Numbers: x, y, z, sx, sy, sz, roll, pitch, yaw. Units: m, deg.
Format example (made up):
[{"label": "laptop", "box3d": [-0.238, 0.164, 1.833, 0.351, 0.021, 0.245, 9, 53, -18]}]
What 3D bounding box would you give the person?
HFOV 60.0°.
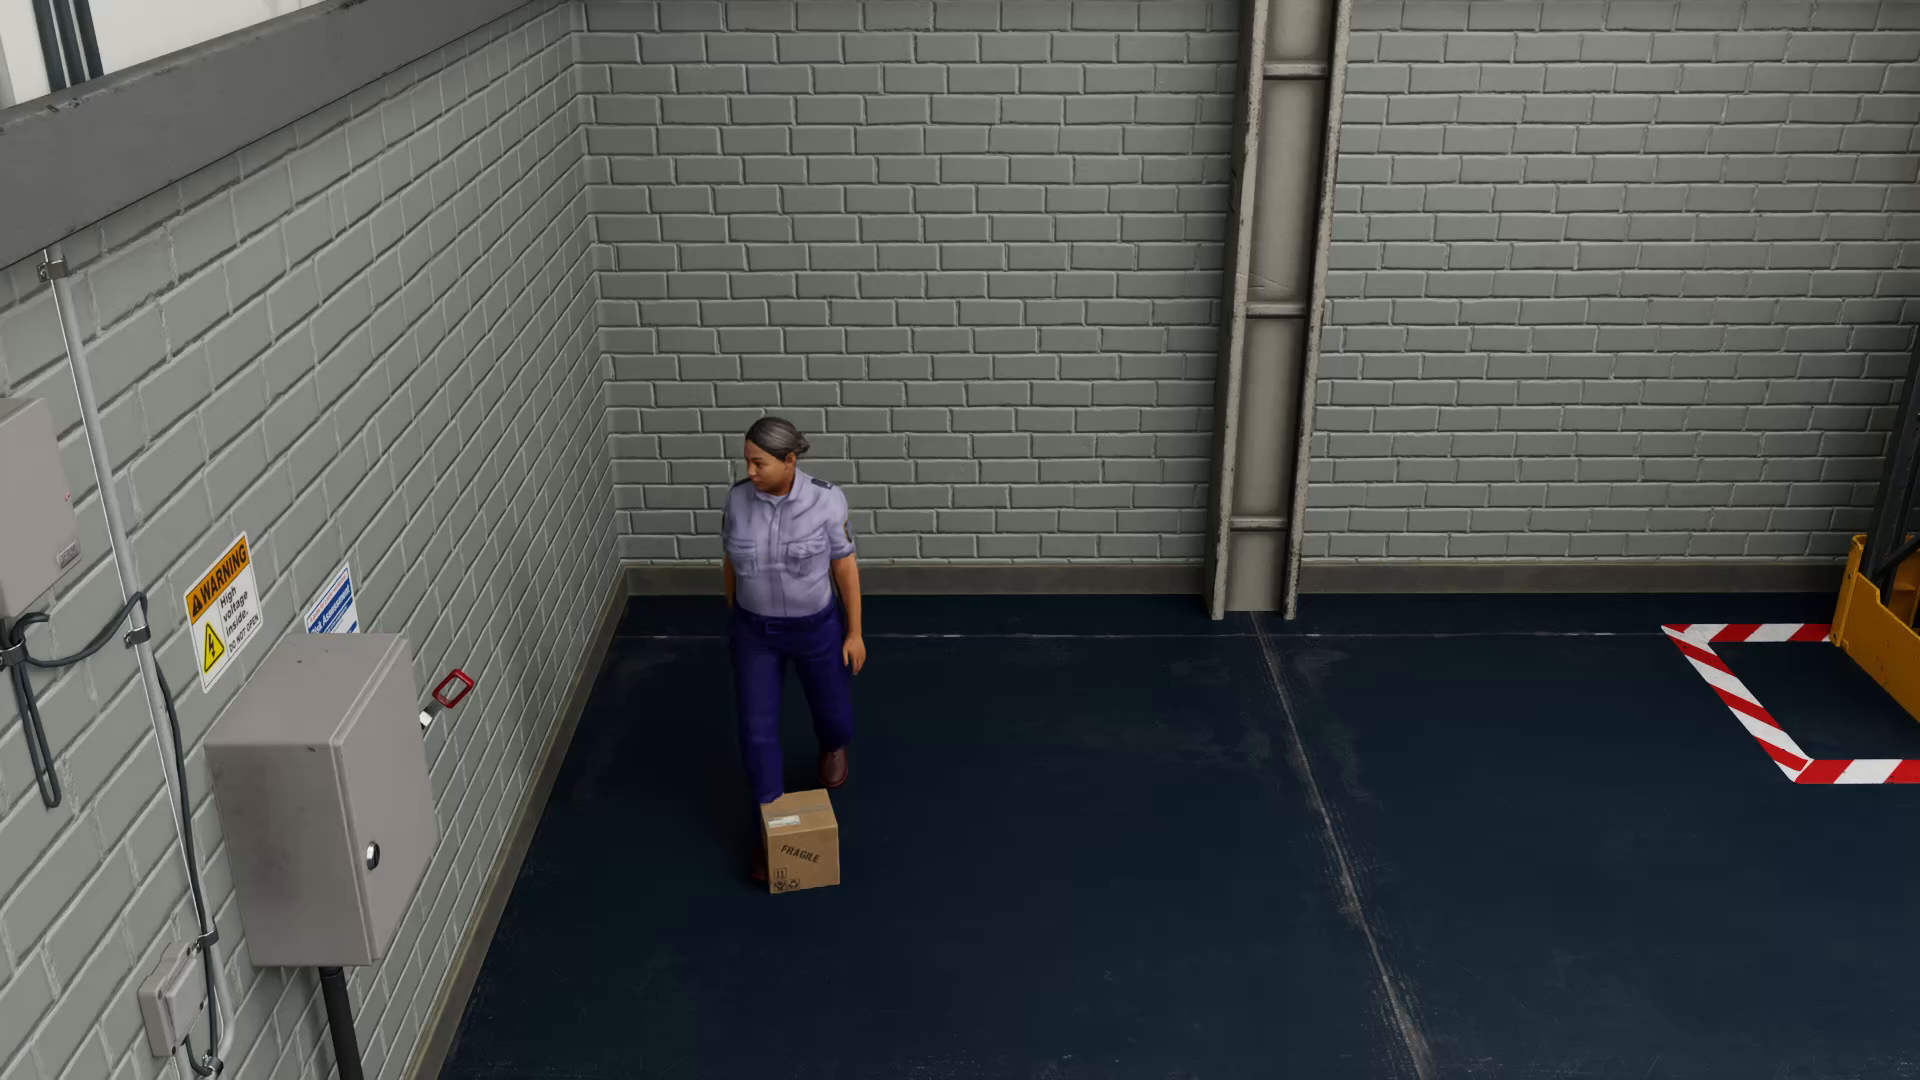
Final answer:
[{"label": "person", "box3d": [-0.587, 0.324, 5.904, 0.507, 1.606, 0.815, 1, 24, 2]}]
